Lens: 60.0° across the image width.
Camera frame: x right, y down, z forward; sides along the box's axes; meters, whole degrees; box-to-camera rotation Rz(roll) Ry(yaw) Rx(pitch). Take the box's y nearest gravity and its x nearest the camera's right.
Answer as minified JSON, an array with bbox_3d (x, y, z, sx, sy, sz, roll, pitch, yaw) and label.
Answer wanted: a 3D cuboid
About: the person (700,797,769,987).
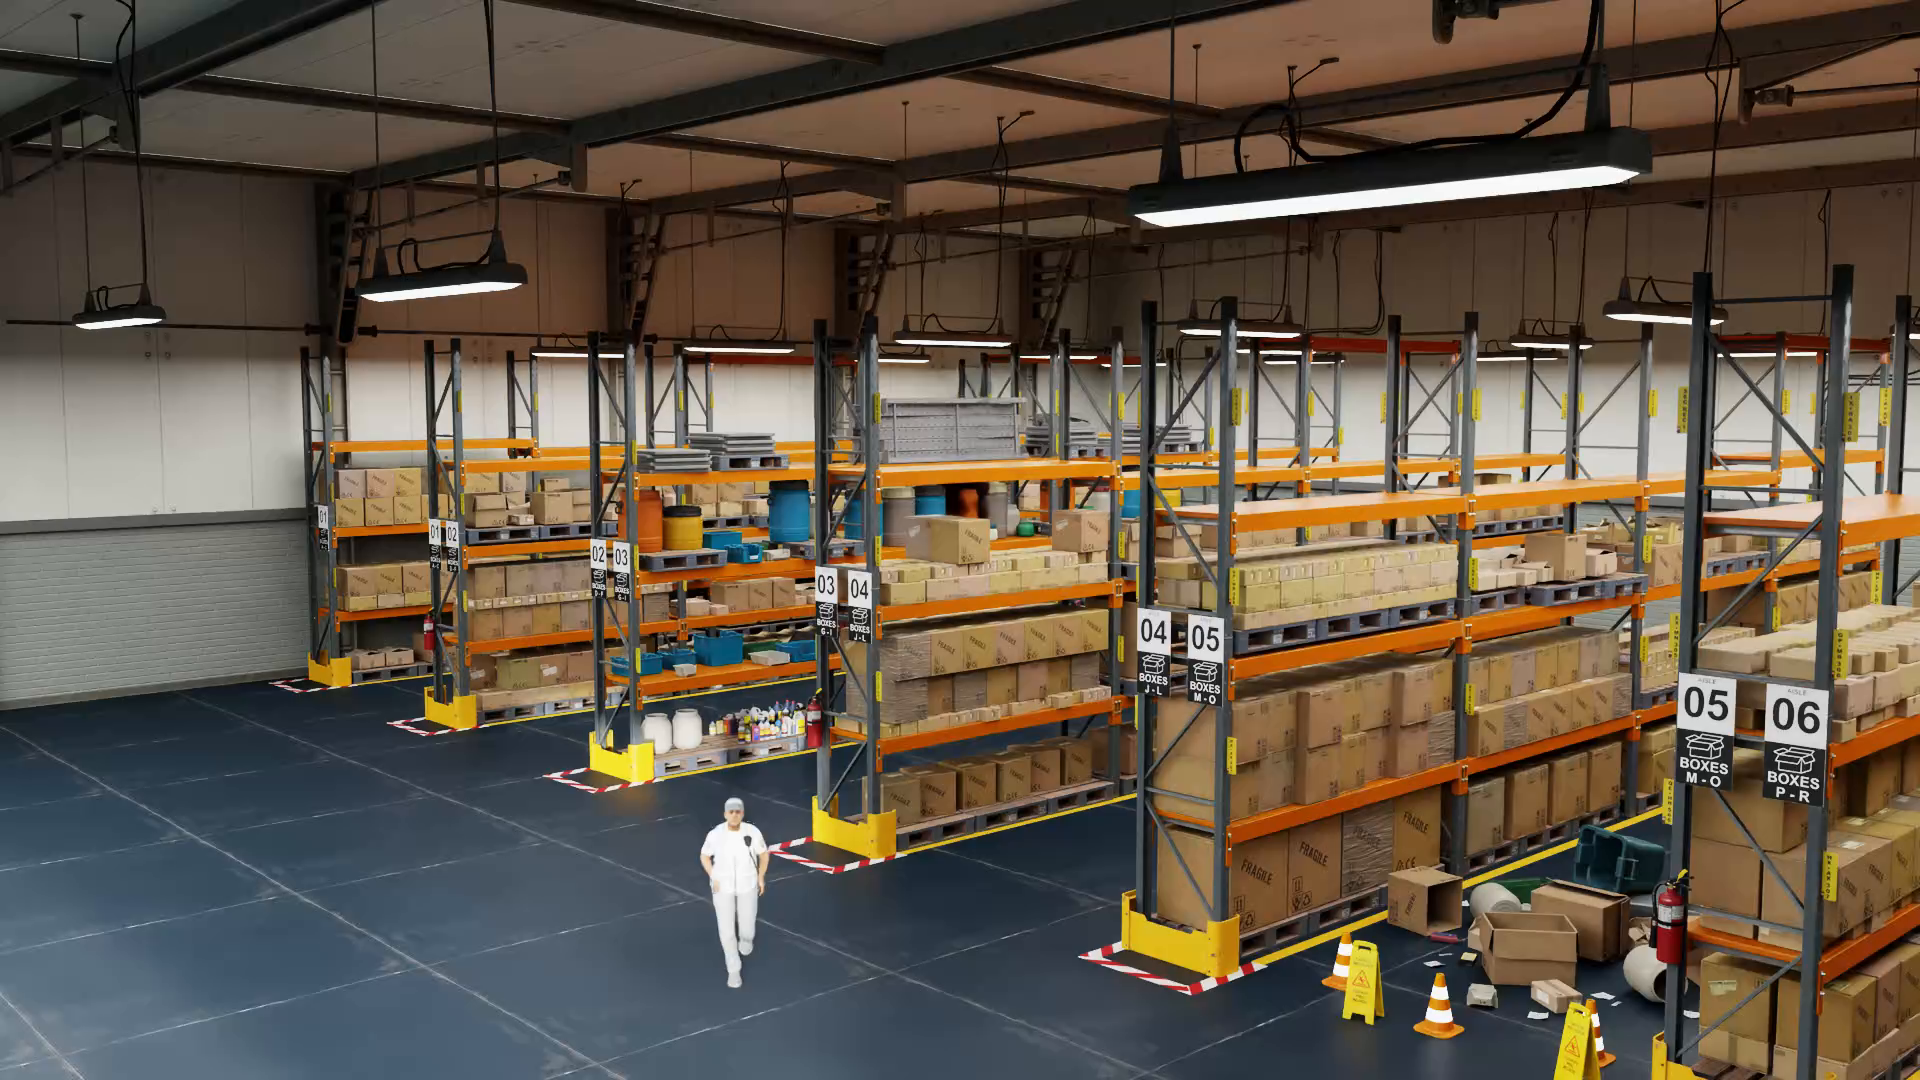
[{"bbox_3d":[-1.994,3.075,14.727,0.608,1.632,0.592,-1,5,-8],"label":"person"}]

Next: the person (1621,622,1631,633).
[{"bbox_3d":[10.073,2.096,25.115,0.609,1.722,0.657,-4,7,-41],"label":"person"}]
